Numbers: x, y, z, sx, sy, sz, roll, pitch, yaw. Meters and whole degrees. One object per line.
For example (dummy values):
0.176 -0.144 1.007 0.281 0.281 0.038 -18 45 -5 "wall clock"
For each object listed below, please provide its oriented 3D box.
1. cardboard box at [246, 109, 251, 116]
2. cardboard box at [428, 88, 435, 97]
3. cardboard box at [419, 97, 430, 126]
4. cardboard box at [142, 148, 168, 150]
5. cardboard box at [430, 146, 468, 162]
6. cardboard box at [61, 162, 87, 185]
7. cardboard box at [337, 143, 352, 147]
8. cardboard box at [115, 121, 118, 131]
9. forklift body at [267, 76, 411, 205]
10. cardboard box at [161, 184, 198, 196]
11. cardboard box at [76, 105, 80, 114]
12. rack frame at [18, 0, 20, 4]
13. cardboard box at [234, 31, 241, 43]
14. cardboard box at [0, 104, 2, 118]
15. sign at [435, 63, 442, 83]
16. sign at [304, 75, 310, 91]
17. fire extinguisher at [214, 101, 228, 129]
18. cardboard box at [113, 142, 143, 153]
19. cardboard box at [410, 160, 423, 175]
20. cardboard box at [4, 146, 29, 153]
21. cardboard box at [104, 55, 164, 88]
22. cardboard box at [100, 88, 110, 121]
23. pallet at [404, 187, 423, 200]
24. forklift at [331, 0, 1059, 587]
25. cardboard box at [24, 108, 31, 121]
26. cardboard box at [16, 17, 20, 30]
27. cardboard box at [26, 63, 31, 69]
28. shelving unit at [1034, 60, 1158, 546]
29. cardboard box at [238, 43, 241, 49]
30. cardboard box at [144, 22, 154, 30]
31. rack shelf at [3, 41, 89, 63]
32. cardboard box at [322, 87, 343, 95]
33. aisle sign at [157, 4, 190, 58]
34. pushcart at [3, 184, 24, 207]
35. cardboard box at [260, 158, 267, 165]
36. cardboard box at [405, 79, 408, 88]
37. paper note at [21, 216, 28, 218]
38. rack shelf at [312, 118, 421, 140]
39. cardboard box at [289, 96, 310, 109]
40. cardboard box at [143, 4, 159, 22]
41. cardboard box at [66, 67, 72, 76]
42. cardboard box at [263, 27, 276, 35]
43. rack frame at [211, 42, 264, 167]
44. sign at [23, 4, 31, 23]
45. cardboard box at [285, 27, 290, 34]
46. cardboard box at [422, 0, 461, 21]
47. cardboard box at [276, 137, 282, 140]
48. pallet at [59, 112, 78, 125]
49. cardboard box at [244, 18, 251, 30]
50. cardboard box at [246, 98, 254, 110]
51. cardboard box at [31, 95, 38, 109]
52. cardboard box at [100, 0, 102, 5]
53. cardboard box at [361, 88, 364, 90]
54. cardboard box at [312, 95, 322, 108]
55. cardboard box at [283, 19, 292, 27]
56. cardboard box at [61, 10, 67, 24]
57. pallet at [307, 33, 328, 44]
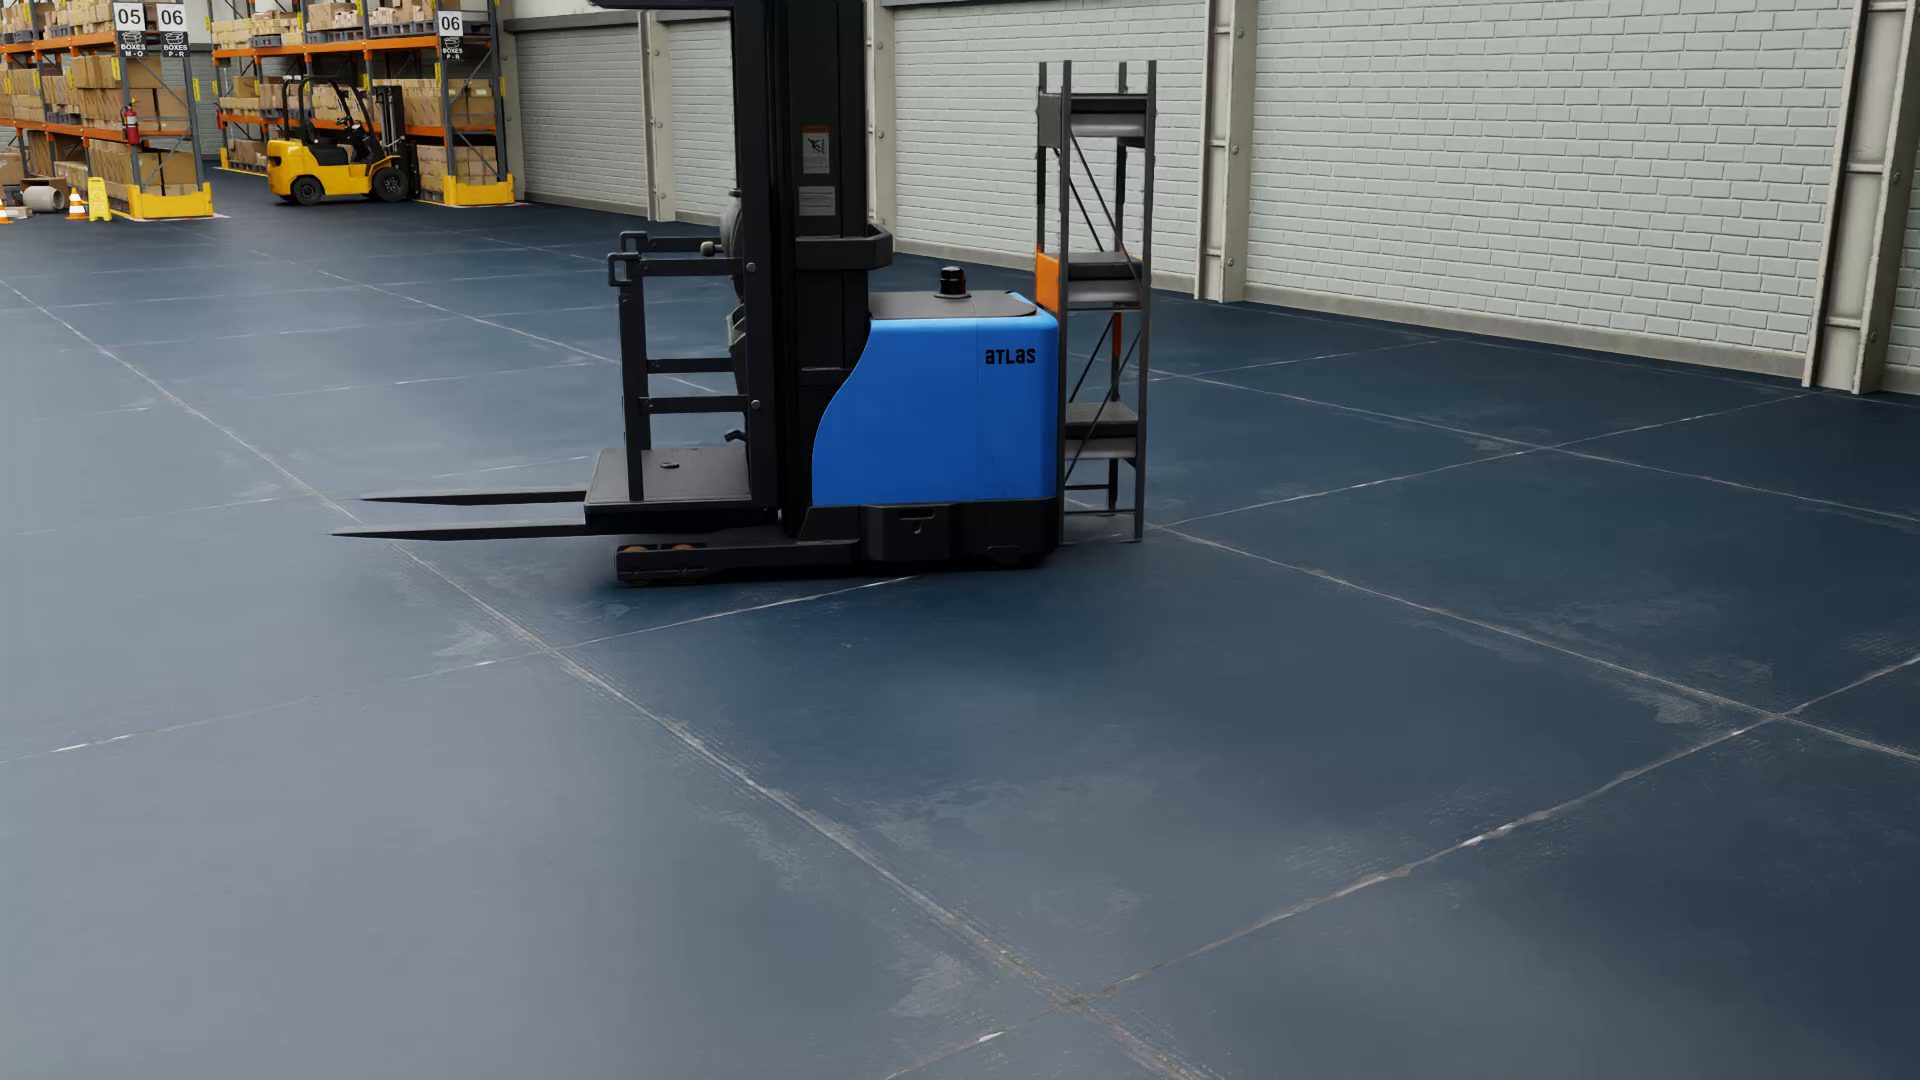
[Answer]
-16.491 -10.011 38.946 0.380 0.149 0.250 -11 19 -35 "cardboard box"
-9.000 -7.768 28.857 0.380 0.149 0.250 -11 18 -34 "cardboard box"
-9.194 -7.551 29.294 0.500 0.500 0.500 -10 18 -33 "cardboard box"
-13.593 -6.345 28.071 0.500 0.500 0.500 -10 18 -32 "cardboard box"
-8.918 -6.735 29.020 0.500 0.250 0.500 -10 18 -33 "cardboard box"
-16.347 -6.920 31.360 0.950 0.372 0.625 -11 19 -36 "cardboard box"
-12.352 -7.818 34.162 0.875 0.625 0.625 -10 18 -33 "cardboard box"
-13.173 -6.576 26.395 0.380 0.149 0.250 -11 19 -35 "cardboard box"
-10.986 -7.039 29.219 2.313 2.155 1.214 -11 19 -35 "forklift body"
-12.658 -5.647 26.938 0.500 0.250 0.500 -11 19 -35 "cardboard box"
-15.285 -7.558 29.188 0.380 0.149 0.250 -11 19 -34 "cardboard box"
-21.815 -12.865 37.535 1.000 3.000 0.127 -11 19 -35 "rack frame"
-16.543 -11.691 38.649 0.500 0.250 0.500 -10 18 -33 "cardboard box"
-20.853 -9.553 36.609 0.500 0.500 0.500 -10 18 -33 "cardboard box"
-8.842 -7.918 28.181 0.100 0.325 0.005 -11 19 -35 "sign"
-13.532 -9.469 34.446 0.100 0.325 0.005 -11 19 -35 "sign"
-18.263 -10.485 41.057 0.296 0.674 0.183 -11 19 -35 "fire extinguisher"
-13.360 -6.305 26.693 0.380 0.149 0.250 -10 18 -33 "cardboard box"
-9.541 -6.715 29.894 0.500 0.250 0.500 -11 19 -36 "cardboard box"
-21.346 -8.813 38.152 0.875 0.438 0.875 -12 19 -36 "cardboard box"
-12.885 -7.304 25.934 0.700 0.500 0.500 -11 19 -36 "cardboard box"
-13.532 -7.035 26.845 0.500 0.500 0.500 -11 19 -35 "cardboard box"
-9.592 -6.399 30.554 1.003 0.211 1.213 -11 19 -35 "pallet"
-1.135 -1.369 7.027 3.031 2.935 1.130 -2 15 -8 "forklift"
-18.538 -8.580 33.526 0.500 0.250 0.500 -11 19 -35 "cardboard box"
-18.204 -10.088 32.528 0.396 0.266 0.258 -11 19 -36 "cardboard box"
-19.969 -10.050 35.303 0.380 0.149 0.250 -10 18 -33 "cardboard box"
0.588 -1.059 7.466 0.431 2.100 0.503 -2 16 -9 "shelving unit"
-16.621 -11.524 38.794 0.380 0.149 0.250 -11 19 -34 "cardboard box"
-12.567 -8.044 26.078 0.380 0.149 0.250 -12 19 -36 "cardboard box"
-18.287 -9.790 33.345 1.077 0.370 4.000 -11 19 -35 "rack shelf"
-12.820 -9.174 33.996 0.380 0.149 0.250 -10 18 -33 "cardboard box"
-12.121 -7.844 25.628 0.394 0.787 0.004 -11 19 -35 "aisle sign"
-16.575 -5.780 27.979 0.936 0.377 1.648 10 18 33 "pushcart"
-16.016 -8.790 38.613 0.380 0.149 0.250 -12 19 -36 "cardboard box"
-9.817 -8.258 30.083 0.380 0.149 0.250 -11 19 -34 "cardboard box"
-14.574 -5.016 25.845 0.142 0.019 0.148 10 18 33 "paper note"
-11.923 -8.261 33.438 1.077 0.370 4.000 -11 19 -35 "rack shelf"
-13.981 -9.340 35.507 0.500 0.250 0.500 -12 19 -37 "cardboard box"
-12.488 -8.222 25.972 0.500 0.250 0.500 -11 19 -36 "cardboard box"
-15.630 -8.325 29.534 0.380 0.149 0.250 -12 19 -36 "cardboard box"
-14.994 -11.122 36.339 0.380 0.149 0.250 -11 19 -35 "cardboard box"
-17.803 -10.743 41.145 1.000 3.000 0.127 -11 19 -35 "rack frame"
-17.565 -9.913 31.303 0.100 0.325 0.005 -11 19 -35 "sign"
-14.237 -10.919 35.634 0.380 0.149 0.250 -10 18 -33 "cardboard box"
-8.852 -9.129 28.391 0.500 0.500 0.500 -10 18 -33 "cardboard box"
-15.230 -9.034 37.610 0.380 0.149 0.250 -11 19 -36 "cardboard box"
-15.915 -7.755 30.590 1.003 0.211 1.213 -11 19 -35 "pallet"
-15.942 -11.718 37.800 0.500 0.250 0.500 -11 19 -34 "cardboard box"
-16.254 -10.135 38.646 0.500 0.250 0.500 -11 19 -34 "cardboard box"
-17.906 -8.605 32.671 0.500 0.250 0.500 -11 19 -36 "cardboard box"
-13.376 -8.520 26.306 0.380 0.149 0.250 -11 19 -35 "cardboard box"
-11.294 -8.632 32.016 0.380 0.149 0.250 -11 19 -35 "cardboard box"
-13.056 -9.067 34.358 0.500 0.250 0.500 -11 19 -35 "cardboard box"
-14.153 -10.996 35.353 0.380 0.149 0.250 -11 19 -36 "cardboard box"
-15.514 -9.197 29.305 0.500 0.250 0.500 -11 19 -34 "cardboard box"
-12.627 -10.259 34.054 1.213 0.211 1.003 -10 18 -32 "pallet"
